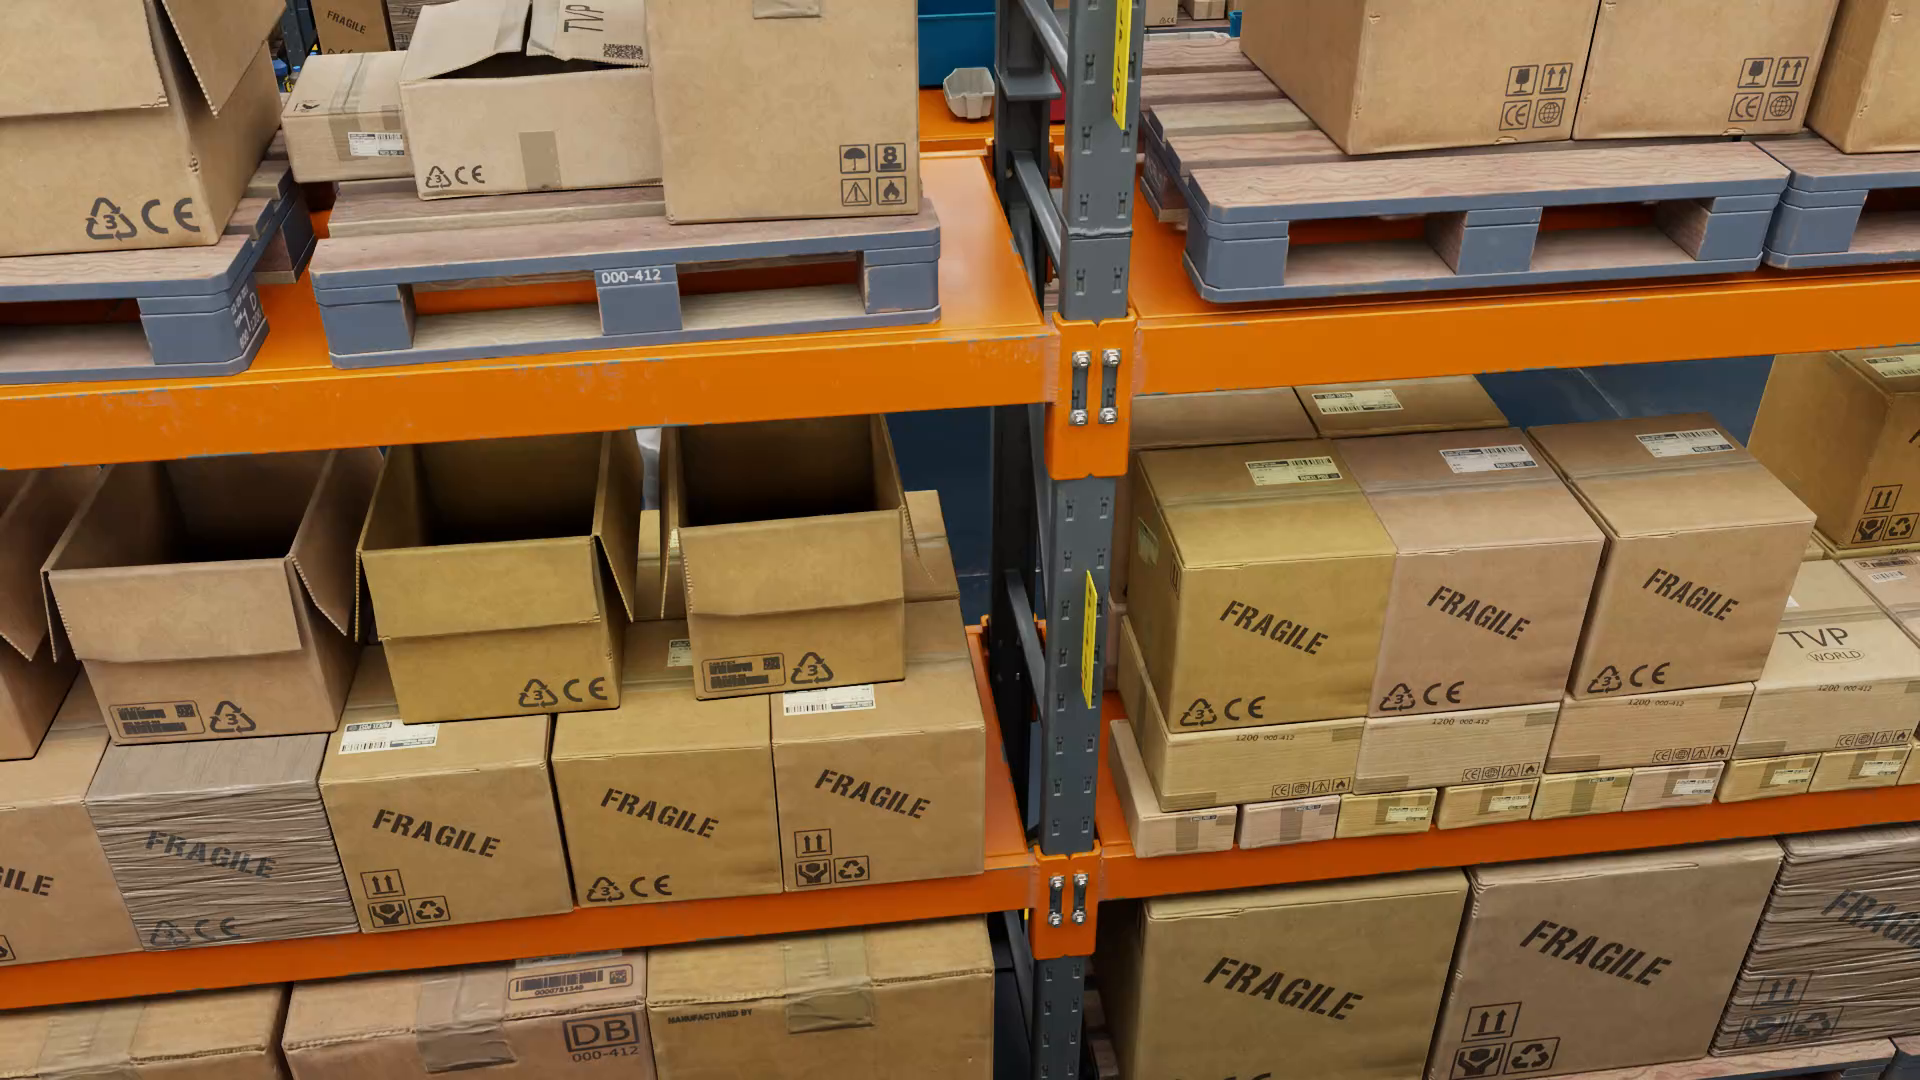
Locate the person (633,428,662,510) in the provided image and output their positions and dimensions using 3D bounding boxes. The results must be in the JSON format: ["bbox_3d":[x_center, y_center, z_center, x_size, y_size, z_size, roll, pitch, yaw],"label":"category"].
[{"bbox_3d":[-1.147,-0.481,6.869,0.478,1.722,0.604,-5,35,-7],"label":"person"}]
